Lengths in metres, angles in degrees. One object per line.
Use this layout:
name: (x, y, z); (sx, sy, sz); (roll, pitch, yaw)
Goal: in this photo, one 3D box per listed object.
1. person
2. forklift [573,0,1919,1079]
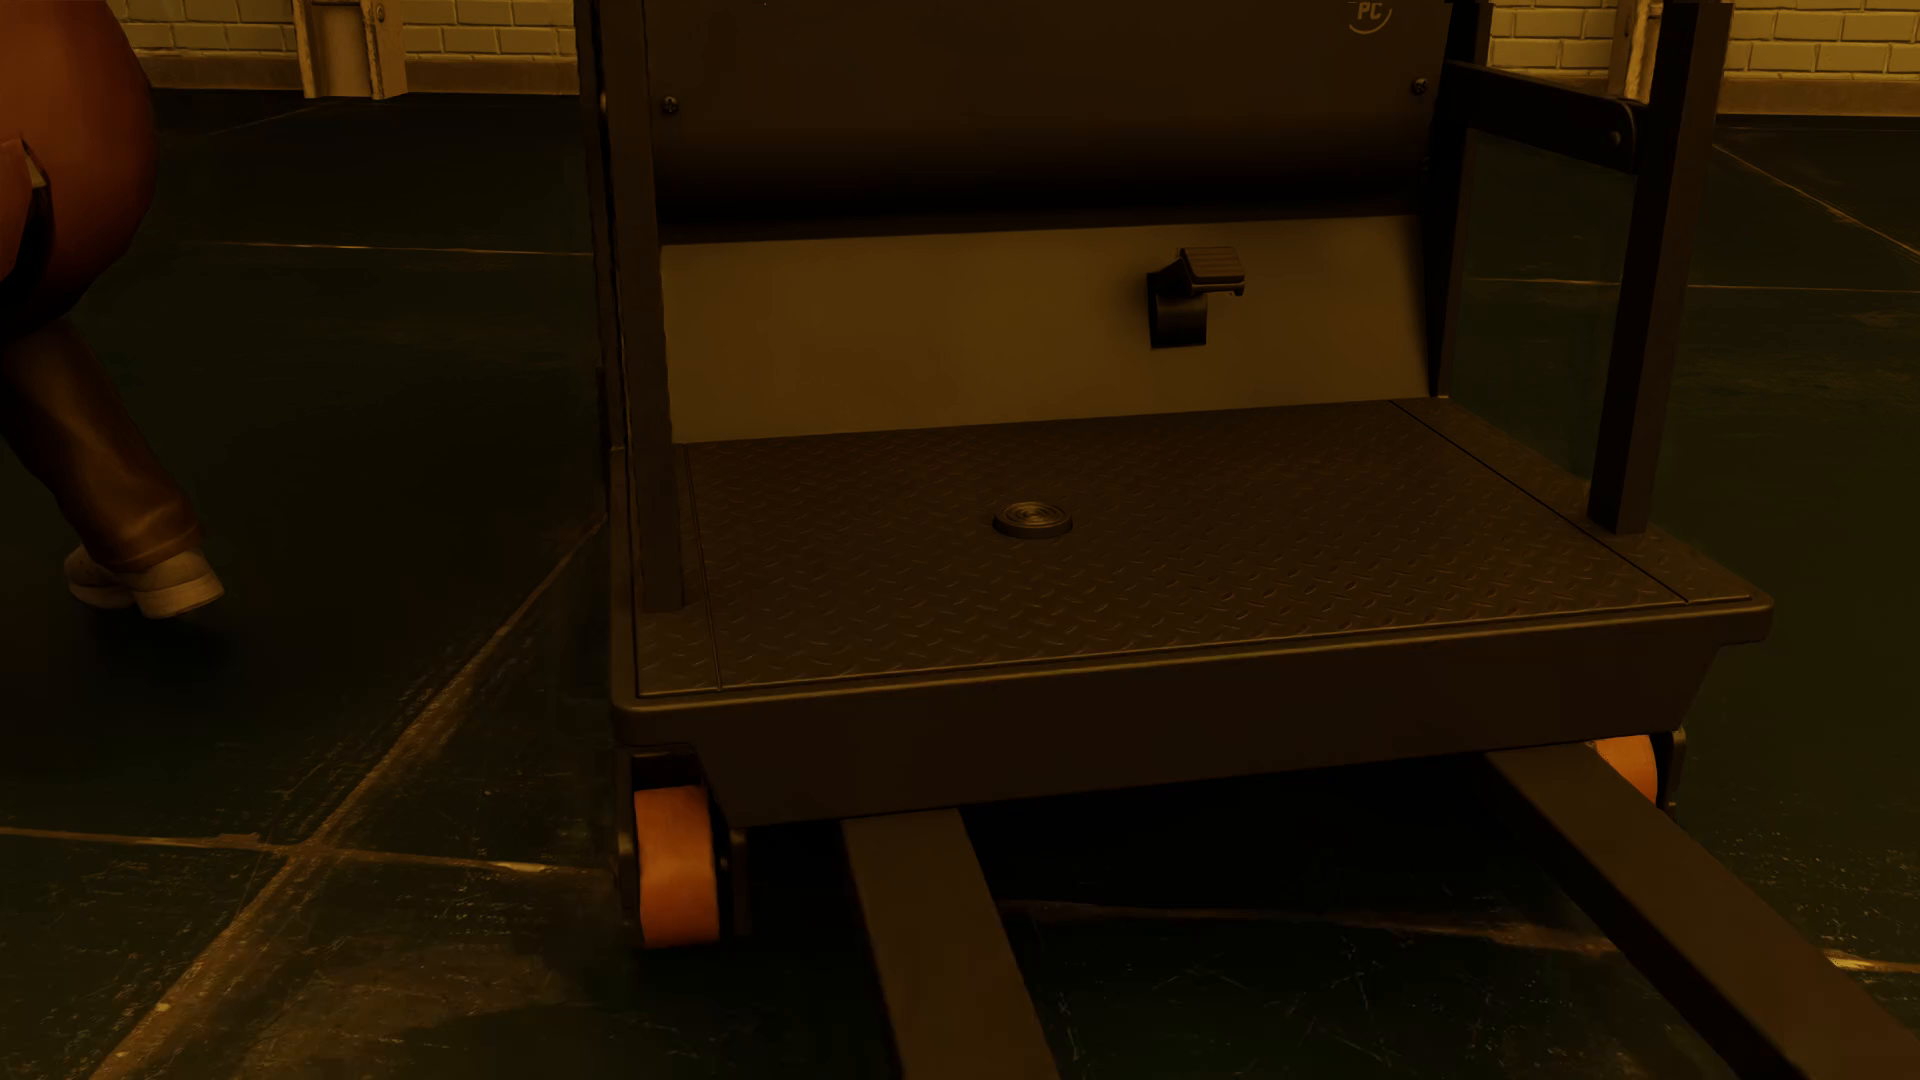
person: (-1.321, -0.483, 1.898); (0.913, 1.535, 0.847); (16, 27, 34)
forklift: (0.152, -1.101, 1.487); (1.130, 2.935, 3.031); (-4, 22, -10)
